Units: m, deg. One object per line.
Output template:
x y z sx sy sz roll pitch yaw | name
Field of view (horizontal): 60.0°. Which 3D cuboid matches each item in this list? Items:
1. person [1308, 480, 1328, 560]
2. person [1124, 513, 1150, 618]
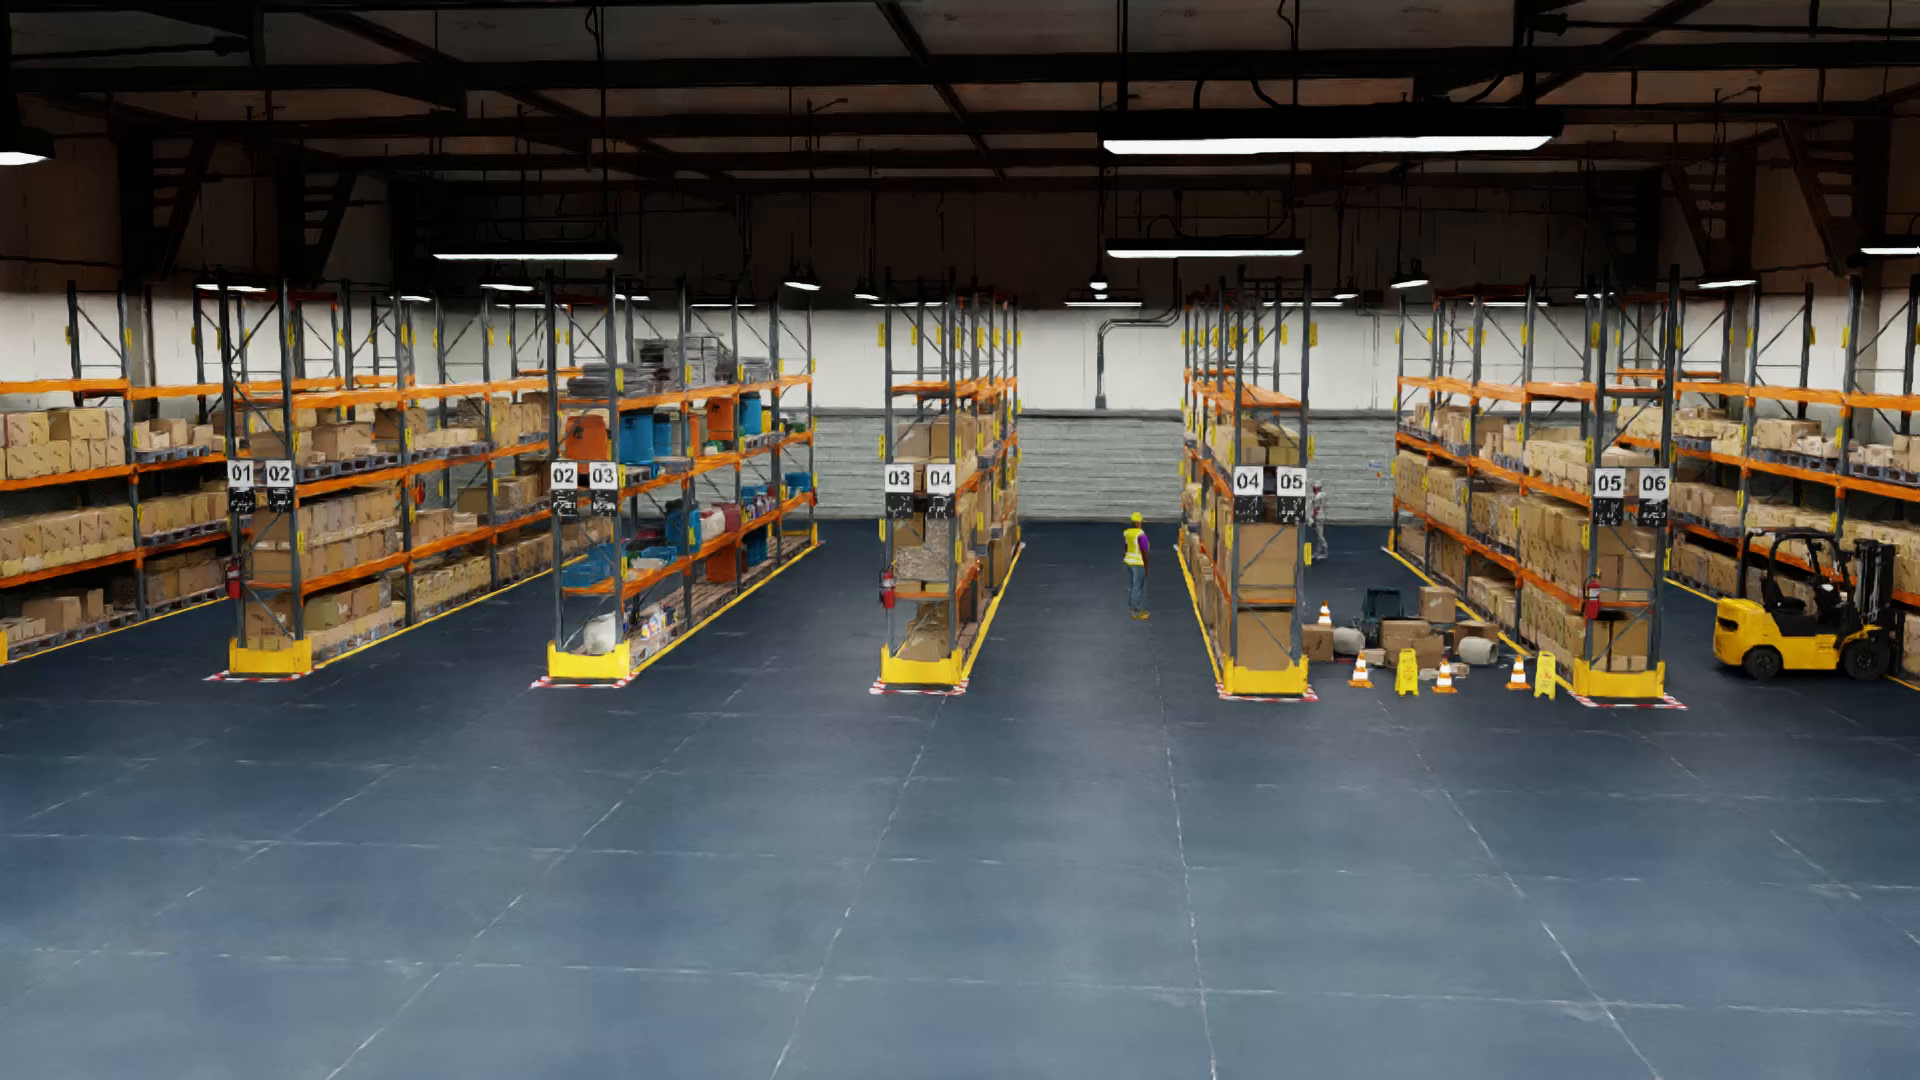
8.137 -0.463 37.736 0.474 1.808 0.582 2 7 19 | person
3.028 0.414 28.134 0.448 1.771 0.632 -3 8 -26 | person
